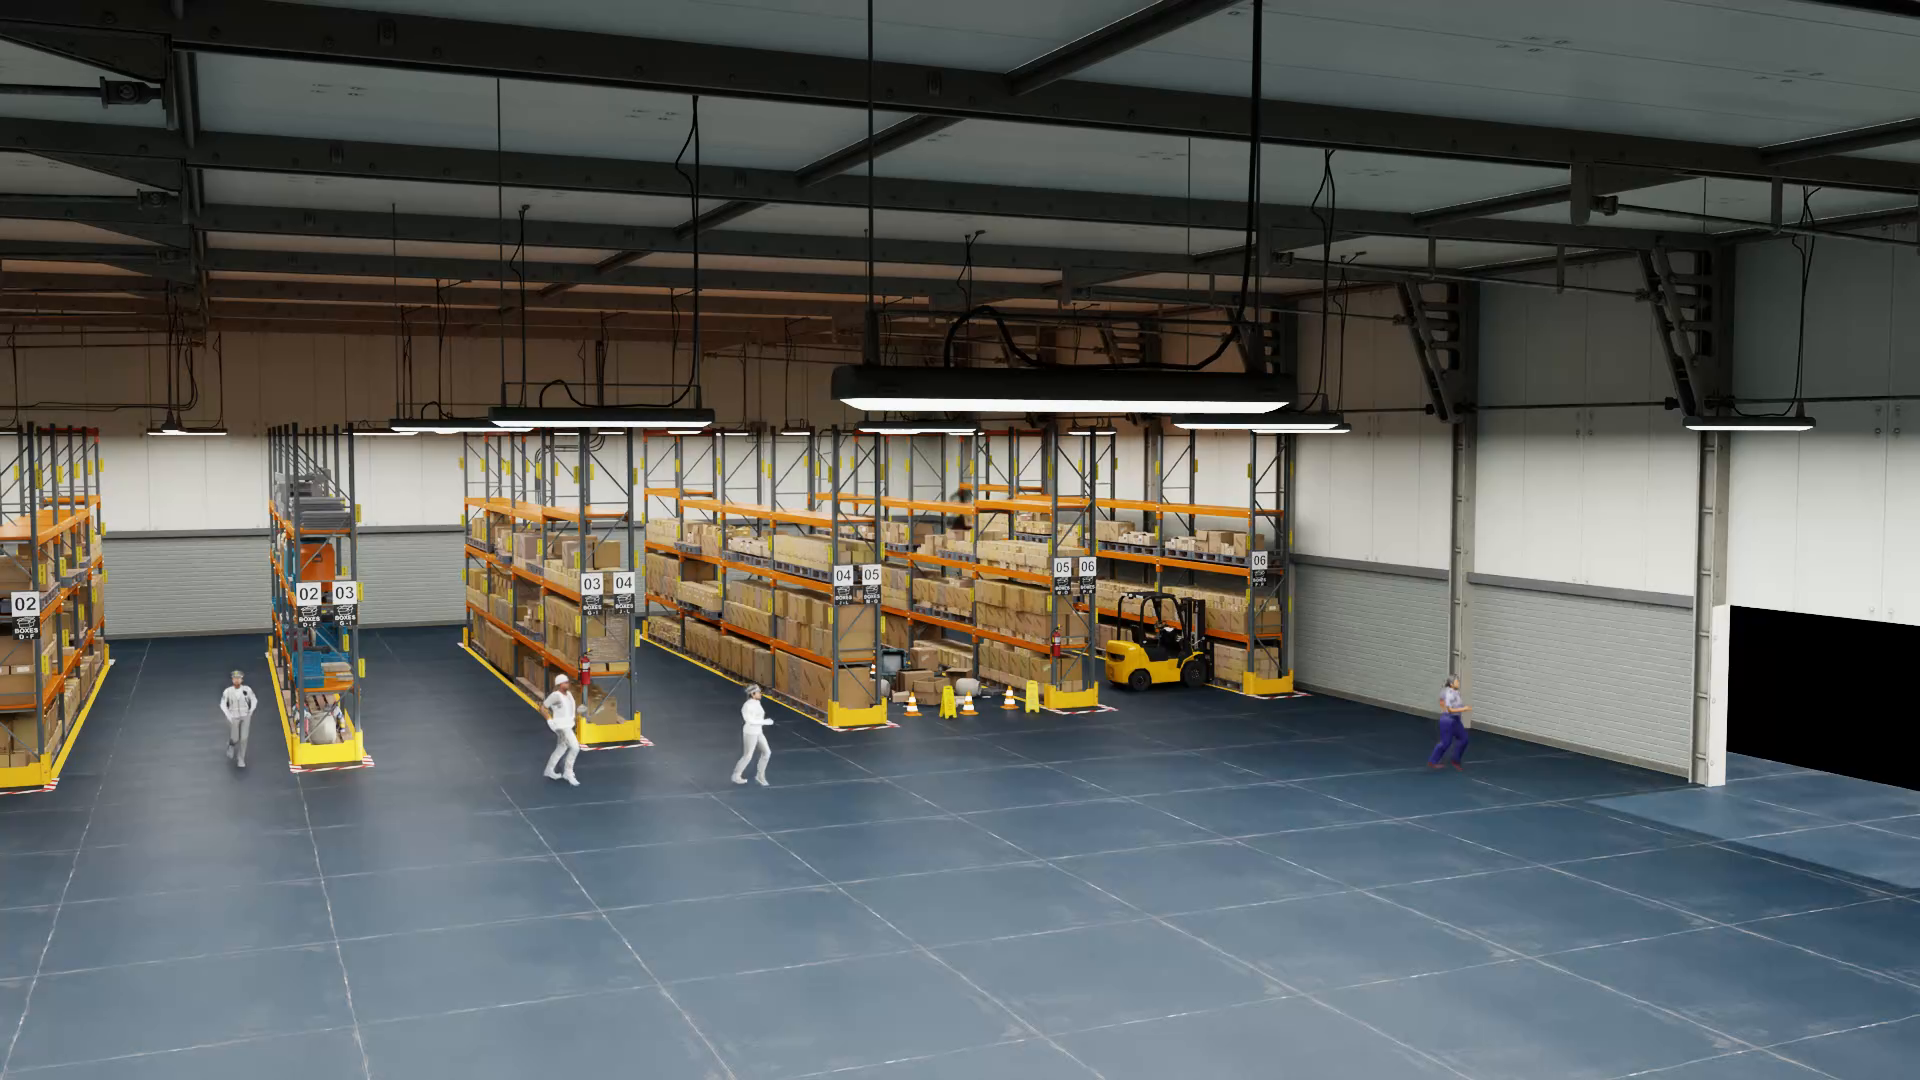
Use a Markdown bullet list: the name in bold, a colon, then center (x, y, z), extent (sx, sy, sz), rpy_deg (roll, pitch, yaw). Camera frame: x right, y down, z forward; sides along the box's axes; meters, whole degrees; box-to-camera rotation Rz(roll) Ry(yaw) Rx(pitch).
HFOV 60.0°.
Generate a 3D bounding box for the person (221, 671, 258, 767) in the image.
- **person**: center (-12.686, 3.119, 29.223), extent (0.548, 1.666, 0.623), rpy_deg (-2, 4, -27)

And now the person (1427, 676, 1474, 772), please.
- **person**: center (8.435, 3.169, 28.549), extent (0.759, 1.687, 0.554), rpy_deg (2, 4, 27)

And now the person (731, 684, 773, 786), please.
- **person**: center (-3.407, 3.221, 27.314), extent (0.735, 1.746, 0.593), rpy_deg (1, 4, 9)

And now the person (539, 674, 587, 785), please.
- **person**: center (-6.565, 3.147, 27.572), extent (0.768, 1.838, 0.661), rpy_deg (0, 3, 5)
